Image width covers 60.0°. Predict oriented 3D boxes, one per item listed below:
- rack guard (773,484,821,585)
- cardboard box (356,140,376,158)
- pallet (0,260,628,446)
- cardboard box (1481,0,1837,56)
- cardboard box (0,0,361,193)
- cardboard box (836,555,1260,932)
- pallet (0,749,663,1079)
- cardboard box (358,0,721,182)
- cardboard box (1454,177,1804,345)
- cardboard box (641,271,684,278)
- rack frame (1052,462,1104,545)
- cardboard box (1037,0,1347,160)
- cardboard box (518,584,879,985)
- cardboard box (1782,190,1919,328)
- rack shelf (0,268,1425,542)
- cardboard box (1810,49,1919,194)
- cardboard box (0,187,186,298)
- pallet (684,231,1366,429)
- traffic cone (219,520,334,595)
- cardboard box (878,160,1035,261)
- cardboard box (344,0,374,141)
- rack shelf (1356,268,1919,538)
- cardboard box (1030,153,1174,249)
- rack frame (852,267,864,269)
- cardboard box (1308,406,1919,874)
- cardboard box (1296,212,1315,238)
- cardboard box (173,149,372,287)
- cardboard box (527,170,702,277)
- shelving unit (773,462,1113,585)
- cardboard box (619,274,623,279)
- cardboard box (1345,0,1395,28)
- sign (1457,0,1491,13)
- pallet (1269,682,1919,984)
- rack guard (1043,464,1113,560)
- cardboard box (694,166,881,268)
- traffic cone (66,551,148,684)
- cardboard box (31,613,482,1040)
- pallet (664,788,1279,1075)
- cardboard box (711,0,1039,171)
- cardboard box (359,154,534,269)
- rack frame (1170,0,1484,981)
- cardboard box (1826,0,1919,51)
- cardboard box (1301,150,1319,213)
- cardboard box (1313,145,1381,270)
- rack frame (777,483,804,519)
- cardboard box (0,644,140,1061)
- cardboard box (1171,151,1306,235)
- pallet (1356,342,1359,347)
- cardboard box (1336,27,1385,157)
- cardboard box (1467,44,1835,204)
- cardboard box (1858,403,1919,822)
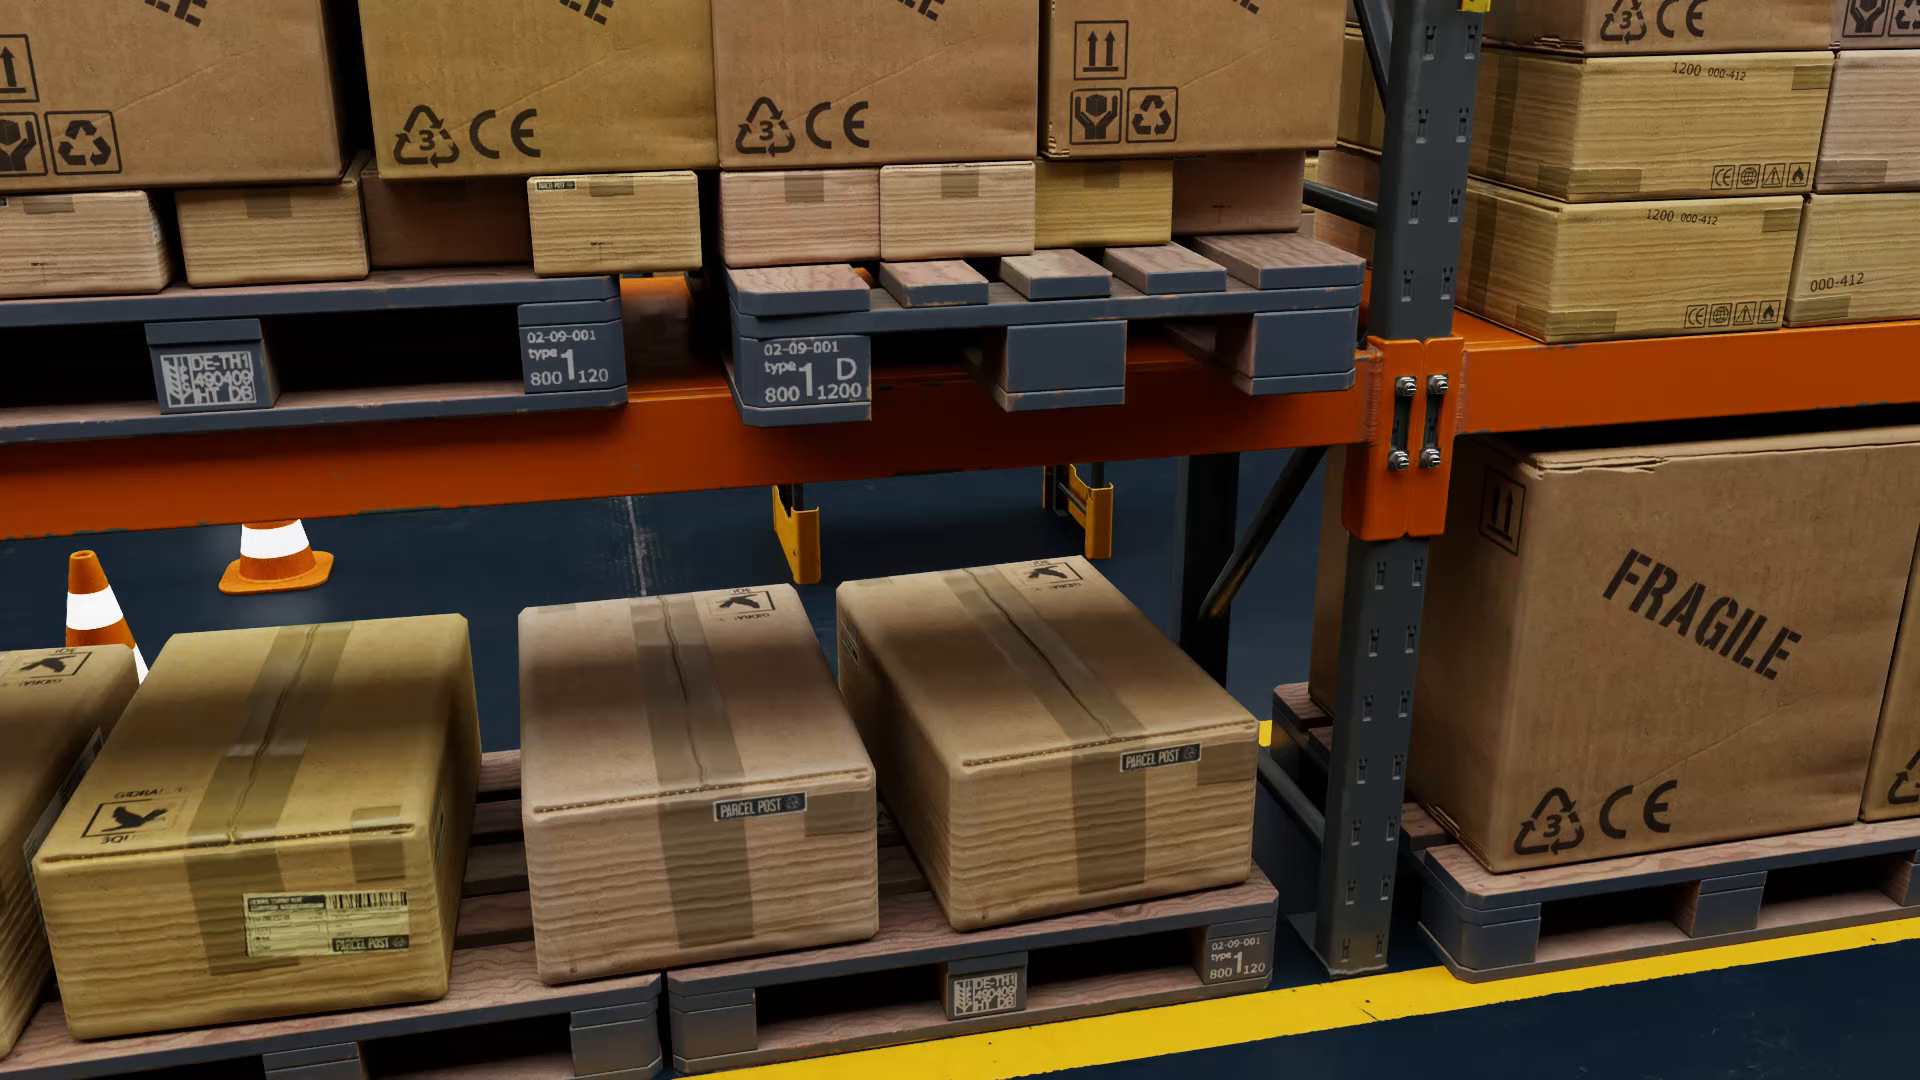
[{"bbox_3d":[-0.559,-0.072,5.648,0.087,0.250,0.587,-5,21,-12],"label":"rack guard"},{"bbox_3d":[-0.975,-0.689,3.090,0.250,0.149,0.380,-4,20,-10],"label":"cardboard box"},{"bbox_3d":[-1.219,-0.426,2.895,1.213,0.211,1.003,-5,21,-12],"label":"pallet"},{"bbox_3d":[1.235,-1.160,3.021,0.500,0.500,0.500,-5,21,-14],"label":"cardboard box"},{"bbox_3d":[-1.203,-0.813,2.485,0.500,0.500,0.500,-6,21,-15],"label":"cardboard box"},{"bbox_3d":[0.146,0.392,3.594,0.625,0.372,0.950,-6,21,-16],"label":"cardboard box"},{"bbox_3d":[-1.247,0.780,3.379,1.213,0.211,1.003,-5,21,-12],"label":"pallet"},{"bbox_3d":[-0.672,-0.856,2.602,0.500,0.500,0.500,-6,21,-16],"label":"cardboard box"},{"bbox_3d":[1.233,-0.570,3.229,0.500,0.250,0.500,-5,21,-13],"label":"cardboard box"},{"bbox_3d":[-1.152,-1.458,8.094,0.750,0.750,1.050,-5,21,-13],"label":"cardboard box"},{"bbox_3d":[0.412,-0.738,5.648,0.032,1.500,0.500,-5,21,-12],"label":"rack frame"},{"bbox_3d":[0.320,-0.941,2.834,0.500,0.500,0.500,-5,21,-14],"label":"cardboard box"},{"bbox_3d":[-0.570,0.453,3.427,0.625,0.372,0.950,-5,21,-14],"label":"cardboard box"},{"bbox_3d":[1.728,-0.617,3.356,0.500,0.250,0.500,-5,21,-14],"label":"cardboard box"},{"bbox_3d":[-1.248,-0.190,3.019,4.000,0.370,1.077,-5,21,-12],"label":"rack shelf"},{"bbox_3d":[1.752,-0.849,3.261,0.500,0.250,0.500,-4,21,-11],"label":"cardboard box"},{"bbox_3d":[-1.309,-0.481,2.521,0.250,0.149,0.380,-4,20,-10],"label":"cardboard box"},{"bbox_3d":[0.029,-0.504,3.109,1.003,0.211,1.213,-5,21,-12],"label":"pallet"},{"bbox_3d":[-2.258,-0.103,5.423,0.334,0.463,0.336,-5,21,-12],"label":"traffic cone"},{"bbox_3d":[-0.046,-0.580,2.793,0.250,0.149,0.380,-5,21,-13],"label":"cardboard box"},{"bbox_3d":[-1.302,-0.987,2.960,0.500,0.500,0.500,-5,21,-15],"label":"cardboard box"},{"bbox_3d":[2.645,-0.507,3.883,4.000,0.370,1.077,-5,21,-12],"label":"rack shelf"},{"bbox_3d":[0.189,-0.615,2.888,0.250,0.149,0.380,-4,21,-12],"label":"cardboard box"},{"bbox_3d":[-0.539,-2.335,7.829,0.127,3.000,1.000,-5,21,-12],"label":"rack frame"},{"bbox_3d":[1.390,0.087,3.694,0.875,0.875,0.875,-5,21,-13],"label":"cardboard box"},{"bbox_3d":[1.692,-1.453,8.443,0.500,0.500,0.500,-5,21,-14],"label":"cardboard box"},{"bbox_3d":[-1.056,-0.512,2.605,0.250,0.149,0.380,-5,21,-14],"label":"cardboard box"},{"bbox_3d":[-0.557,-0.537,2.673,0.250,0.149,0.380,-4,21,-12],"label":"cardboard box"},{"bbox_3d":[-0.074,-0.698,5.540,1.083,1.500,0.587,-5,21,-12],"label":"shelving unit"},{"bbox_3d":[-2.002,-1.388,7.902,0.750,0.750,1.050,-4,21,-12],"label":"cardboard box"},{"bbox_3d":[1.141,-1.331,3.489,0.500,0.500,0.500,-5,21,-14],"label":"cardboard box"},{"bbox_3d":[0.832,-1.012,2.648,0.005,0.325,0.100,-5,21,-12],"label":"sign"},{"bbox_3d":[1.483,0.586,3.908,1.213,0.211,1.003,-5,21,-12],"label":"pallet"},{"bbox_3d":[0.410,-0.151,5.863,0.087,0.250,0.587,-5,21,-12],"label":"rack guard"},{"bbox_3d":[-0.292,-0.563,2.746,0.250,0.149,0.380,-6,21,-15],"label":"cardboard box"},{"bbox_3d":[-2.310,0.255,4.446,0.334,0.463,0.336,-5,21,-12],"label":"traffic cone"},{"bbox_3d":[-1.309,0.511,3.268,0.625,0.372,0.950,-4,20,-11],"label":"cardboard box"},{"bbox_3d":[-0.062,0.684,3.639,1.213,0.211,1.003,-5,21,-12],"label":"pallet"},{"bbox_3d":[-0.181,-0.896,2.713,0.500,0.500,0.500,-5,21,-13],"label":"cardboard box"},{"bbox_3d":[-0.831,-0.559,2.734,0.250,0.149,0.380,-4,21,-12],"label":"cardboard box"},{"bbox_3d":[0.698,-0.686,3.327,0.127,3.000,1.000,-5,21,-12],"label":"rack frame"},{"bbox_3d":[1.715,-1.202,3.137,0.500,0.500,0.500,-5,21,-12],"label":"cardboard box"},{"bbox_3d":[1.673,-1.801,8.304,0.500,0.250,0.500,-6,21,-15],"label":"cardboard box"},{"bbox_3d":[1.131,-0.743,3.699,0.500,0.250,0.500,-5,21,-14],"label":"cardboard box"},{"bbox_3d":[-0.578,-0.657,5.428,0.032,1.500,0.500,-5,21,-12],"label":"rack frame"},{"bbox_3d":[-1.986,0.567,3.117,0.625,0.372,0.950,-3,20,-9],"label":"cardboard box"},{"bbox_3d":[0.434,-0.661,3.012,0.250,0.149,0.380,-4,20,-10],"label":"cardboard box"},{"bbox_3d":[1.407,-1.183,8.736,1.213,0.211,1.003,-5,21,-12],"label":"pallet"},{"bbox_3d":[1.111,-0.974,3.604,0.500,0.250,0.500,-5,21,-13],"label":"cardboard box"},{"bbox_3d":[1.248,-0.808,3.151,0.500,0.250,0.500,-5,21,-13],"label":"cardboard box"},{"bbox_3d":[2.259,0.018,3.883,0.875,0.875,0.875,-4,21,-12],"label":"cardboard box"}]
